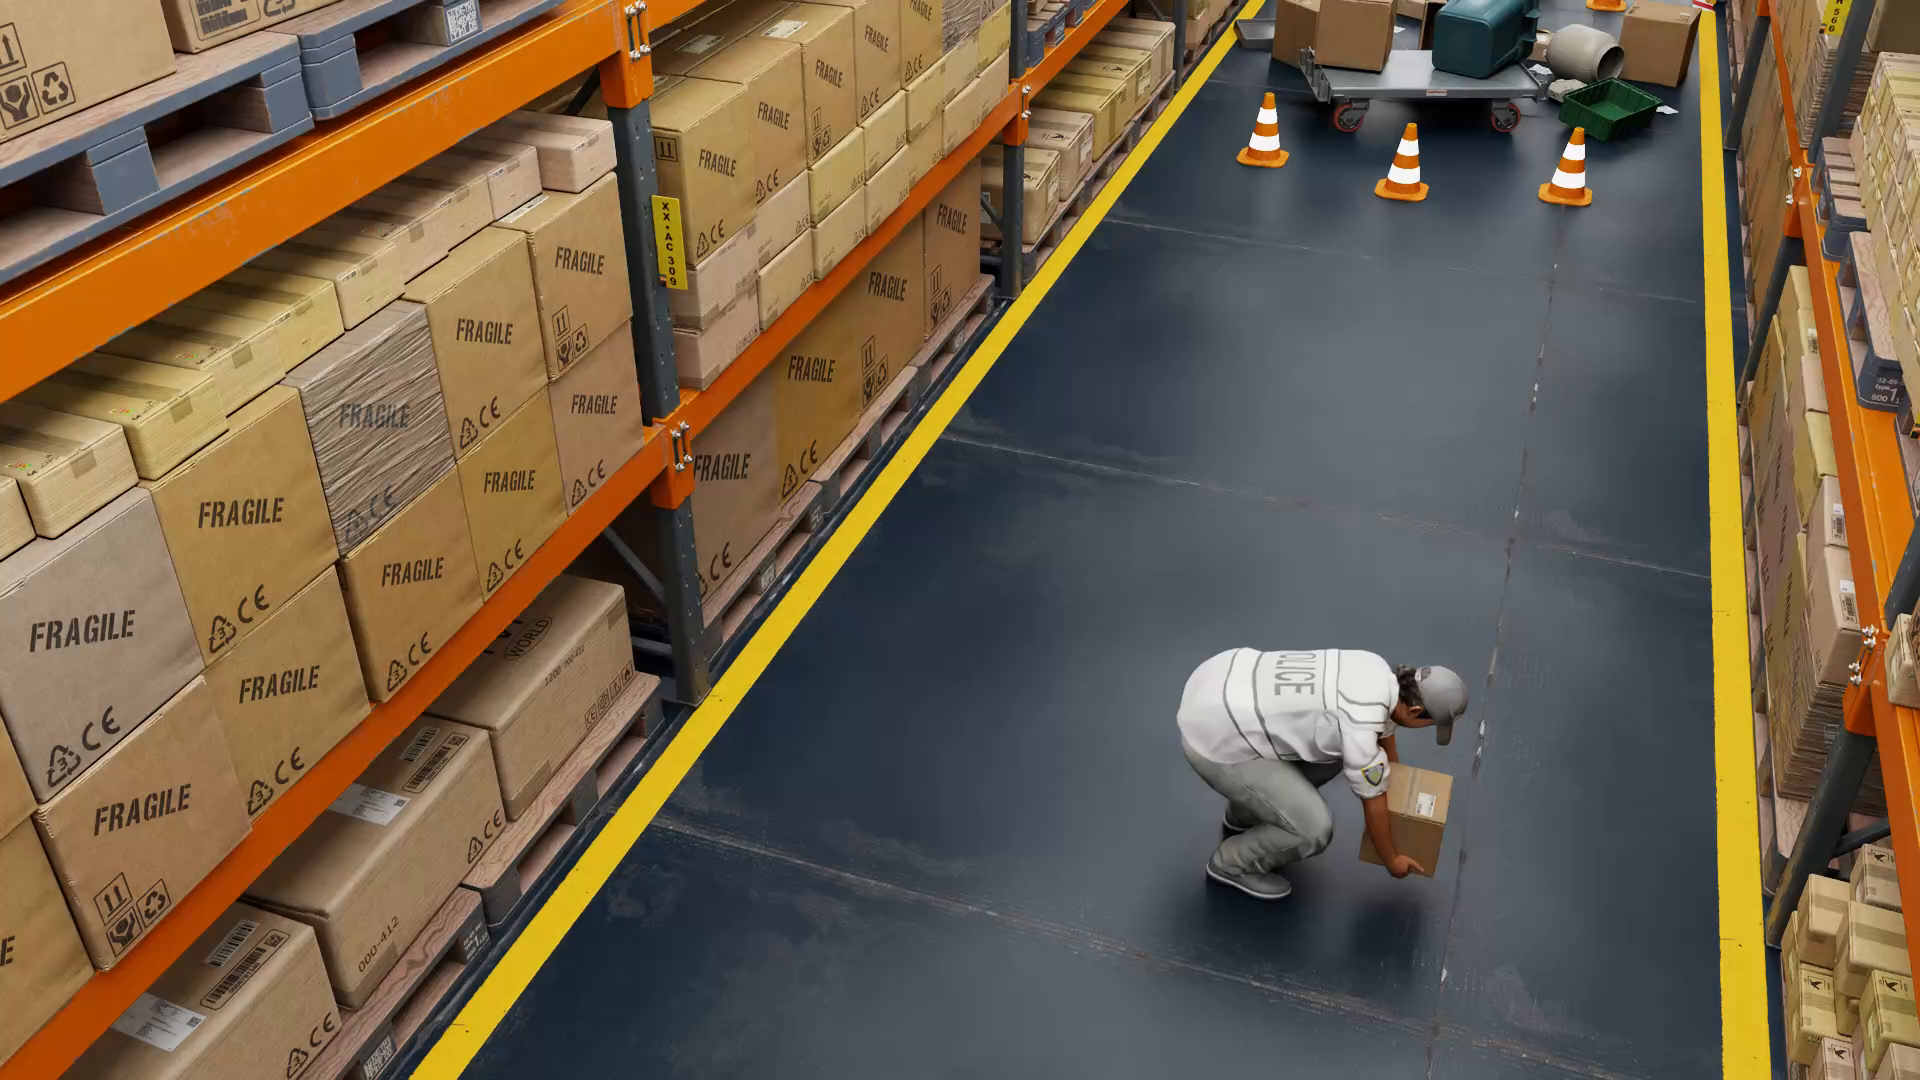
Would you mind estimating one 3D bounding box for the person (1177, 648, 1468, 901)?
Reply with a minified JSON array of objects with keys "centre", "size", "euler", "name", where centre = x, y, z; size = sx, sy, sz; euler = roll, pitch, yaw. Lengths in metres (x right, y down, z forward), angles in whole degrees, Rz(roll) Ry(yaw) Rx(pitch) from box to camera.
[{"centre":[1.191,0.764,5.647],"size":[0.915,0.940,0.521],"euler":[10,35,15],"name":"person"}]
